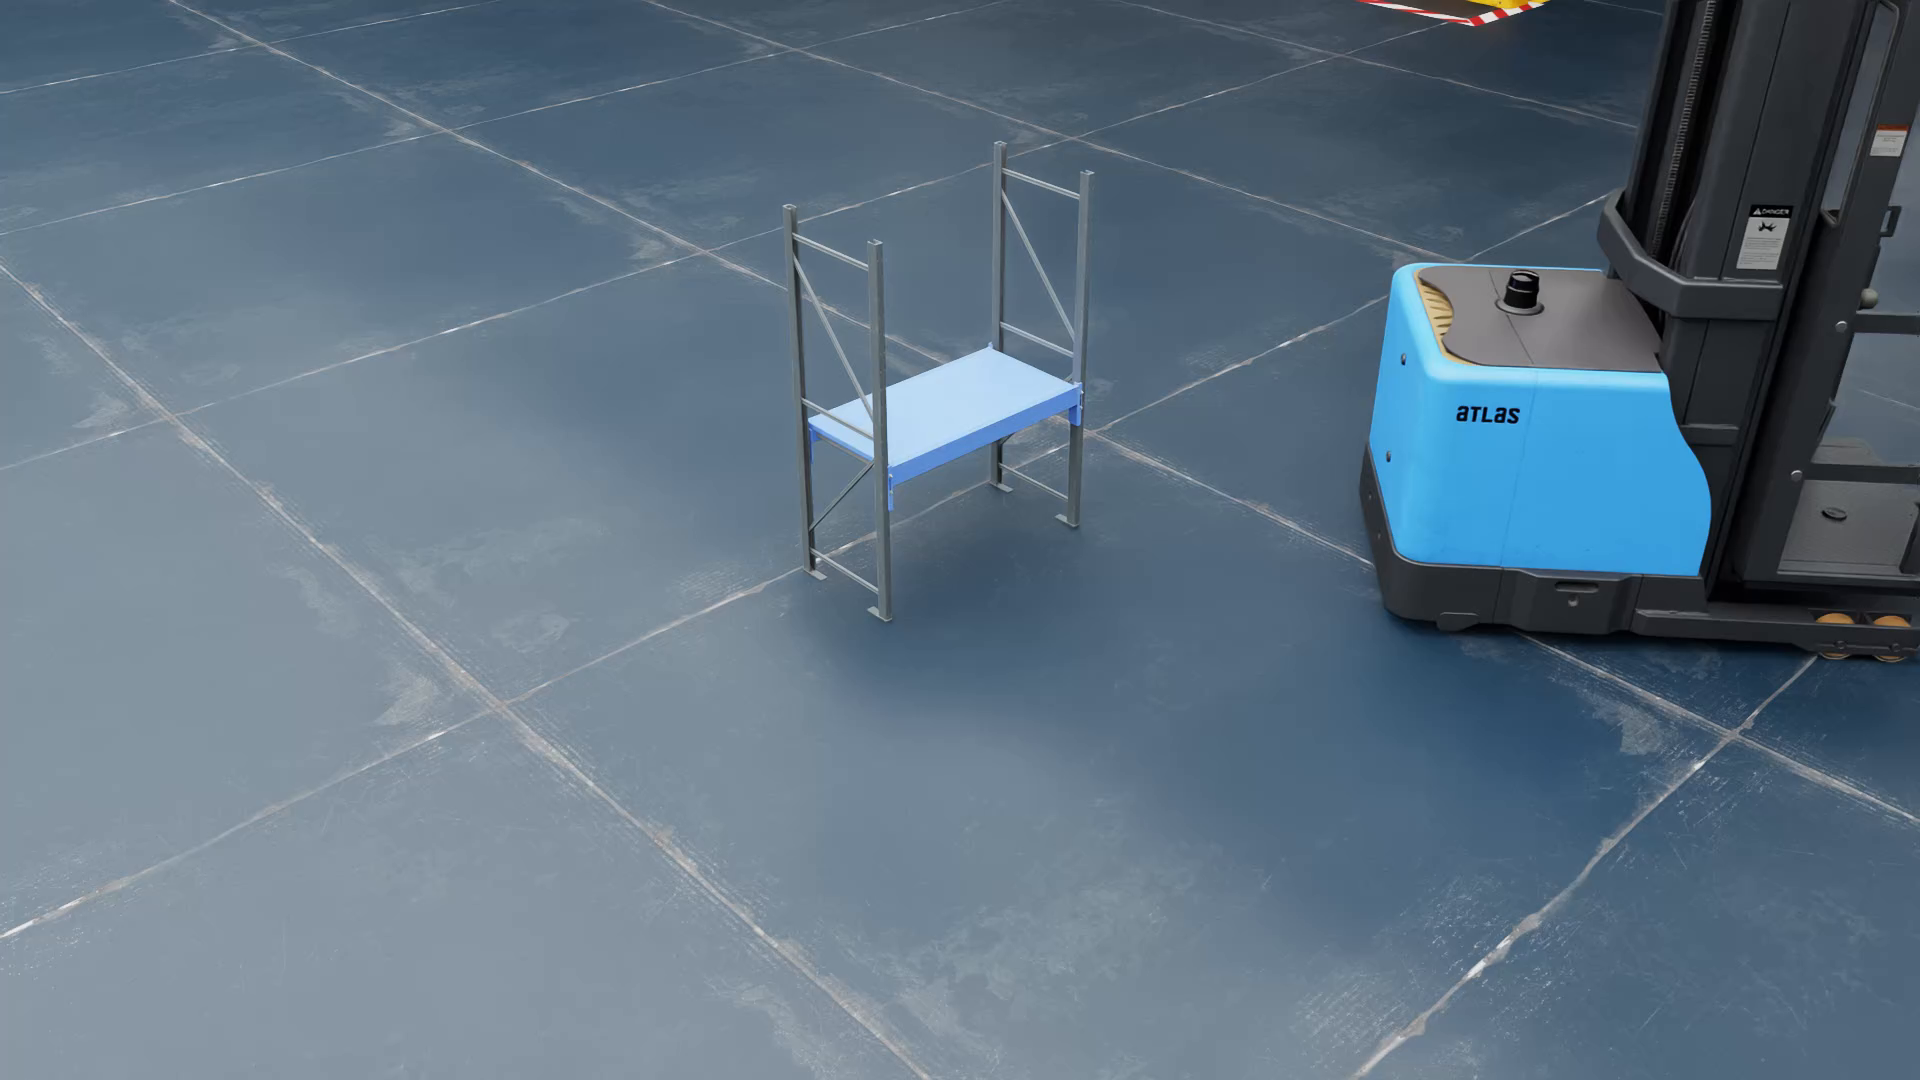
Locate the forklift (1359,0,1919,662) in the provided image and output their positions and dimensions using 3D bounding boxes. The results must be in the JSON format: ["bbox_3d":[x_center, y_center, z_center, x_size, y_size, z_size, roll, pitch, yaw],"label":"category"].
[{"bbox_3d":[3.134,-1.099,5.738,3.031,2.935,1.130,3,32,5],"label":"forklift"}]

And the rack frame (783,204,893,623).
[{"bbox_3d":[-0.435,-0.429,6.014,0.032,1.500,0.500,-26,40,-35],"label":"rack frame"}]

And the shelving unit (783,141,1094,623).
[{"bbox_3d":[-0.063,-0.610,6.309,1.048,1.500,0.538,-26,40,-35],"label":"shelving unit"}]

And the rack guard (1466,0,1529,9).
[{"bbox_3d":[4.388,-4.995,14.440,0.348,0.500,1.175,-26,40,-35],"label":"rack guard"}]

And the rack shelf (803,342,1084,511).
[{"bbox_3d":[-0.063,-0.456,6.403,1.000,0.185,0.538,-26,40,-35],"label":"rack shelf"}]

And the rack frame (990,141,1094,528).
[{"bbox_3d":[0.310,-0.790,6.604,0.032,1.500,0.500,-26,40,-35],"label":"rack frame"}]
